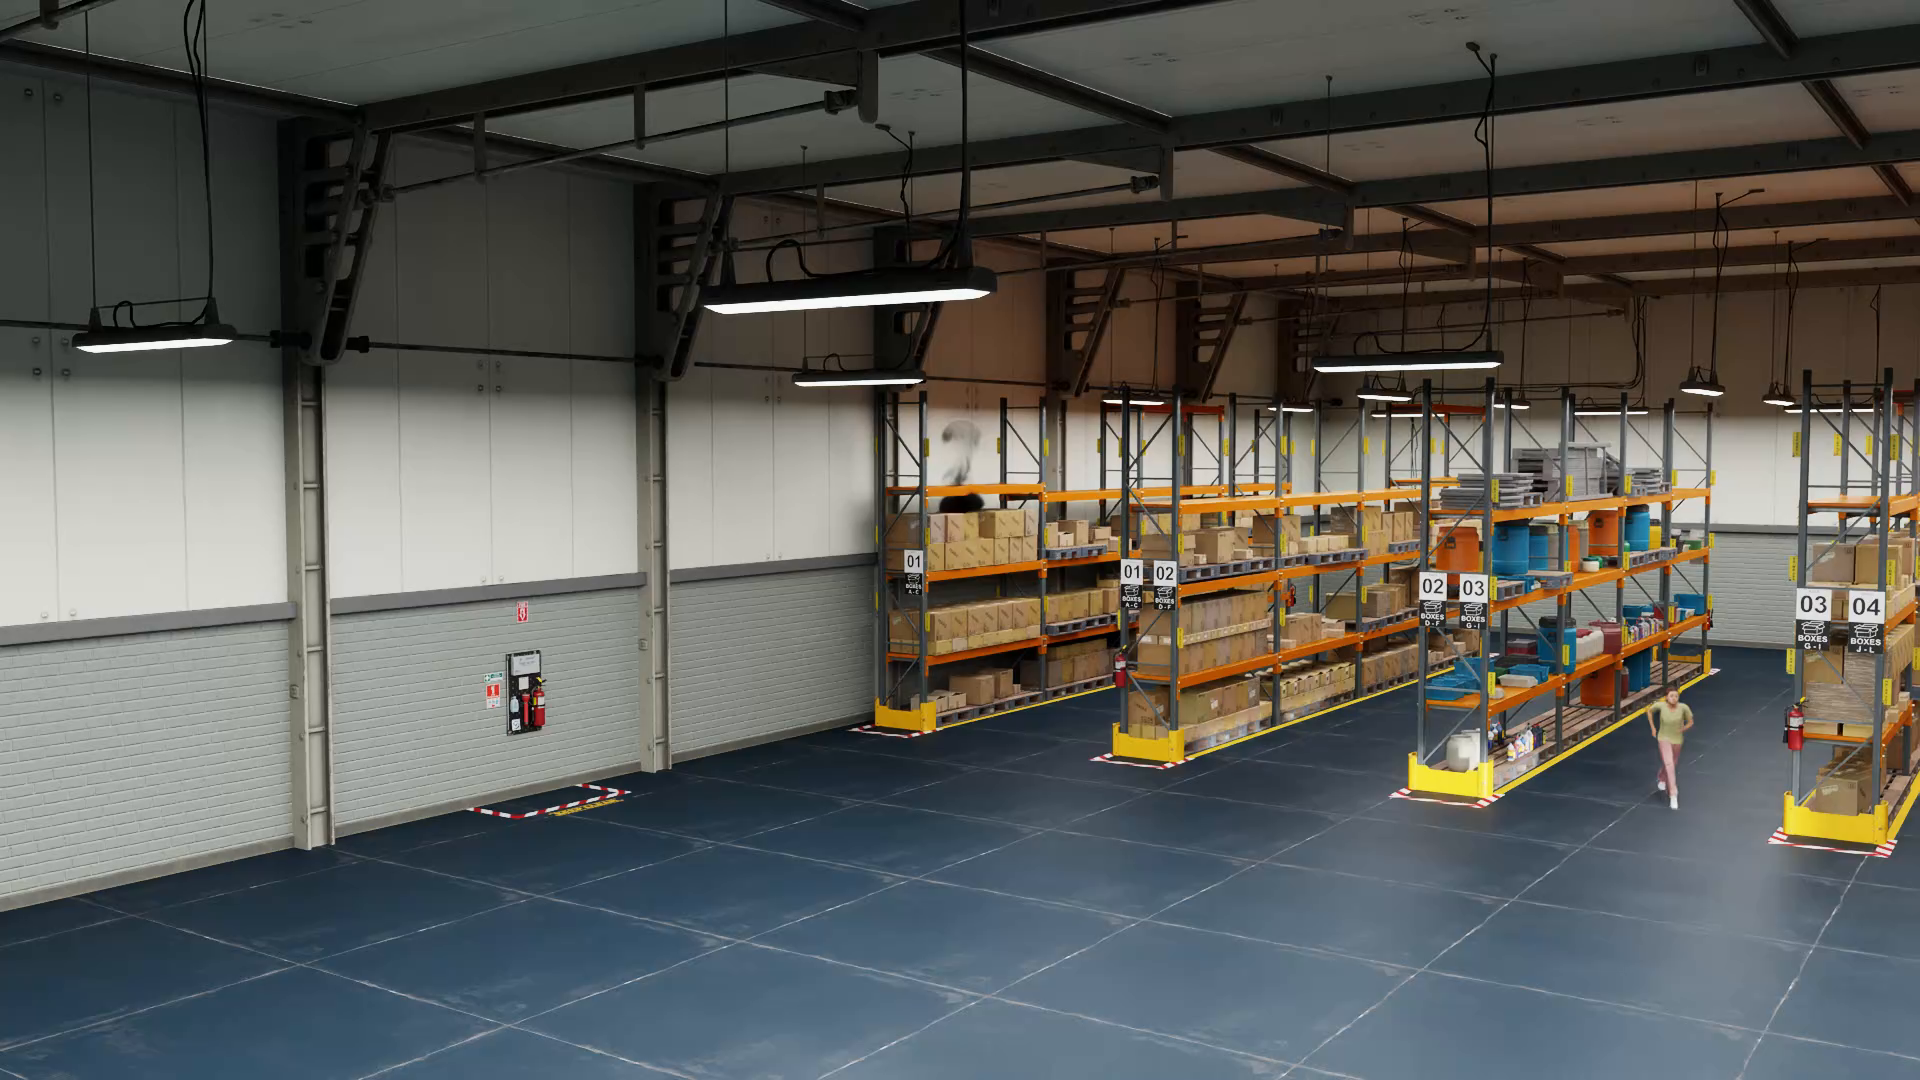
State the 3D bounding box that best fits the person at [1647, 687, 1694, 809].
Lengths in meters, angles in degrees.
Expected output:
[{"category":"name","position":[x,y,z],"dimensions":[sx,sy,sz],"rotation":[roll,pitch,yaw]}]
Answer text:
[{"category":"person","position":[10.038,2.877,23.519],"dimensions":[0.581,1.666,1.081],"rotation":[1,3,9]}]
